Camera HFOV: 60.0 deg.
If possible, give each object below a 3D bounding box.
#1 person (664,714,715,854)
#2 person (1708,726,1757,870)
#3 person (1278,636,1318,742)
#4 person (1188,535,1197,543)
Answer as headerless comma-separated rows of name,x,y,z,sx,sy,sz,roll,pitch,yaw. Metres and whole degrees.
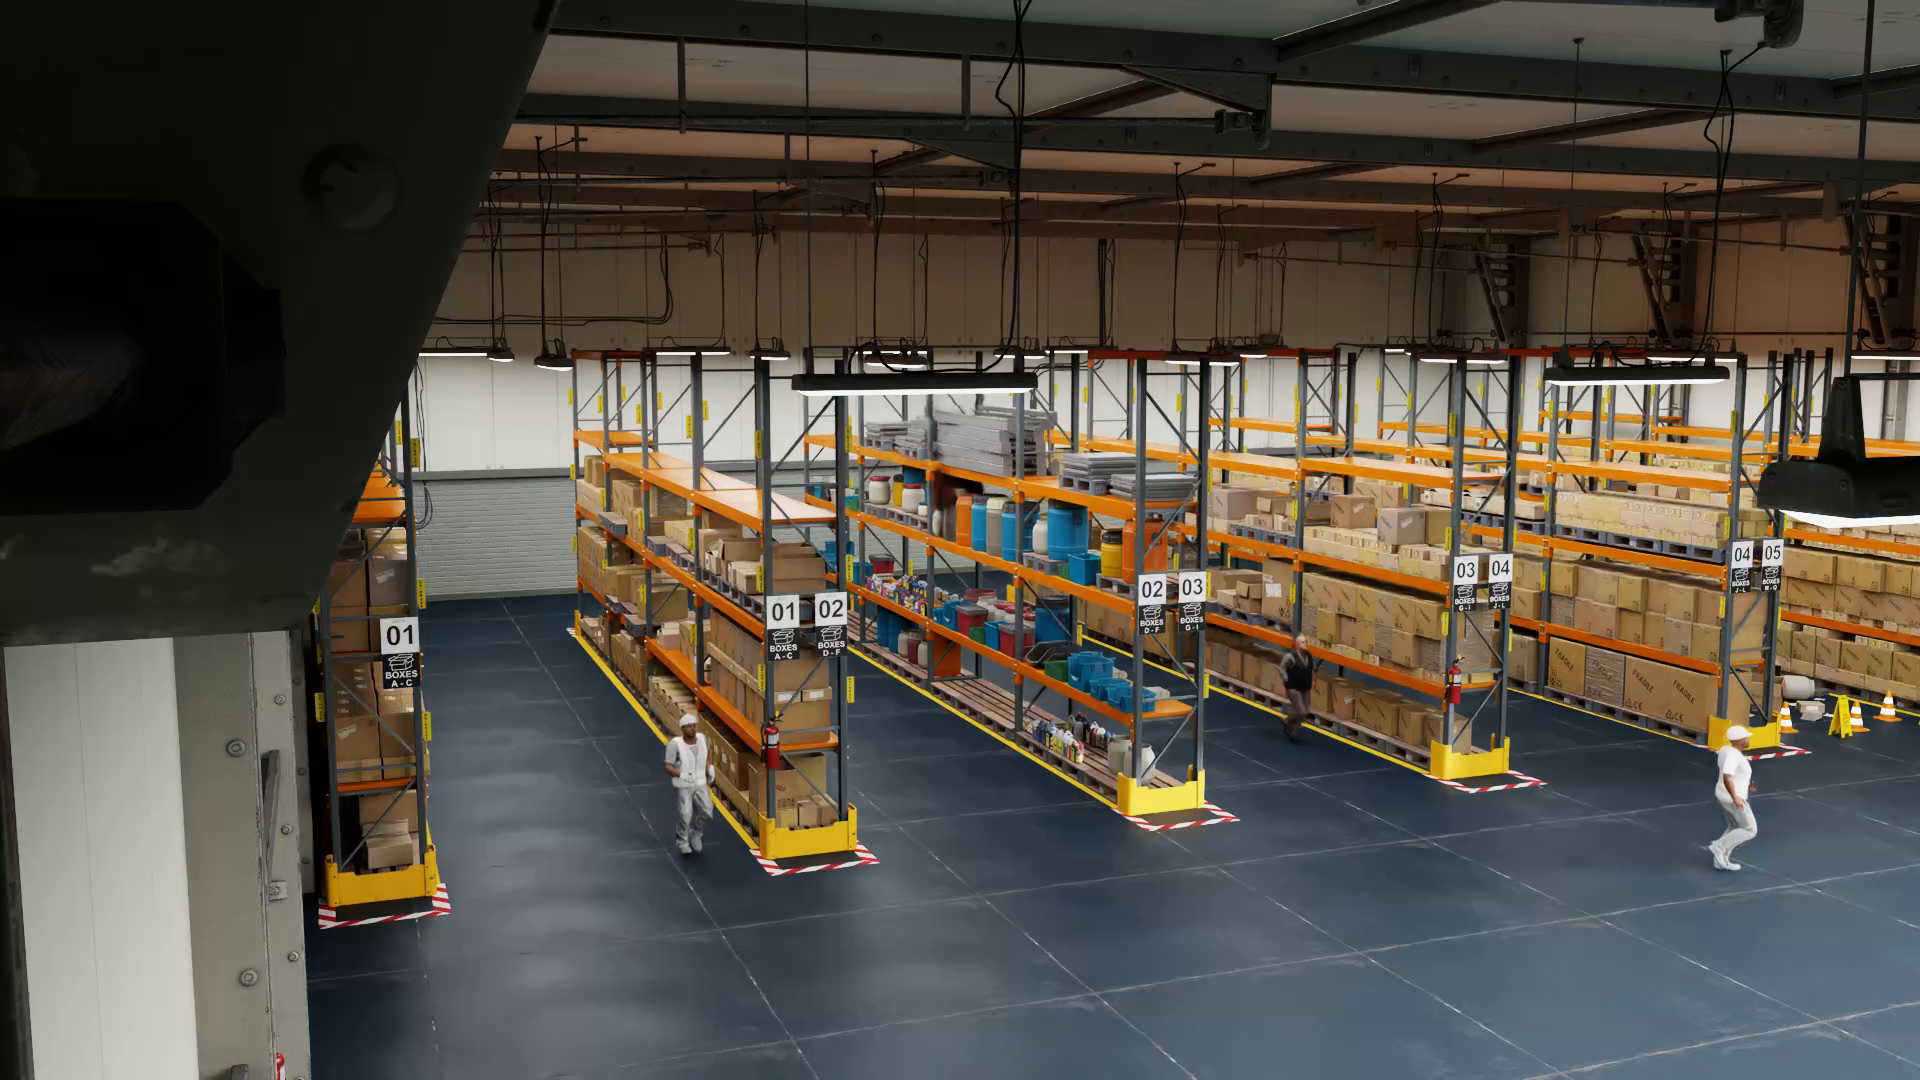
person,-3.212,2.965,20.077,0.722,1.752,0.625,-5,9,-35
person,9.139,3.040,19.630,0.575,1.730,0.712,1,7,9
person,5.274,2.312,25.718,0.607,1.671,0.586,-4,8,-28
person,5.779,0.351,41.594,0.777,1.645,0.719,0,7,0
